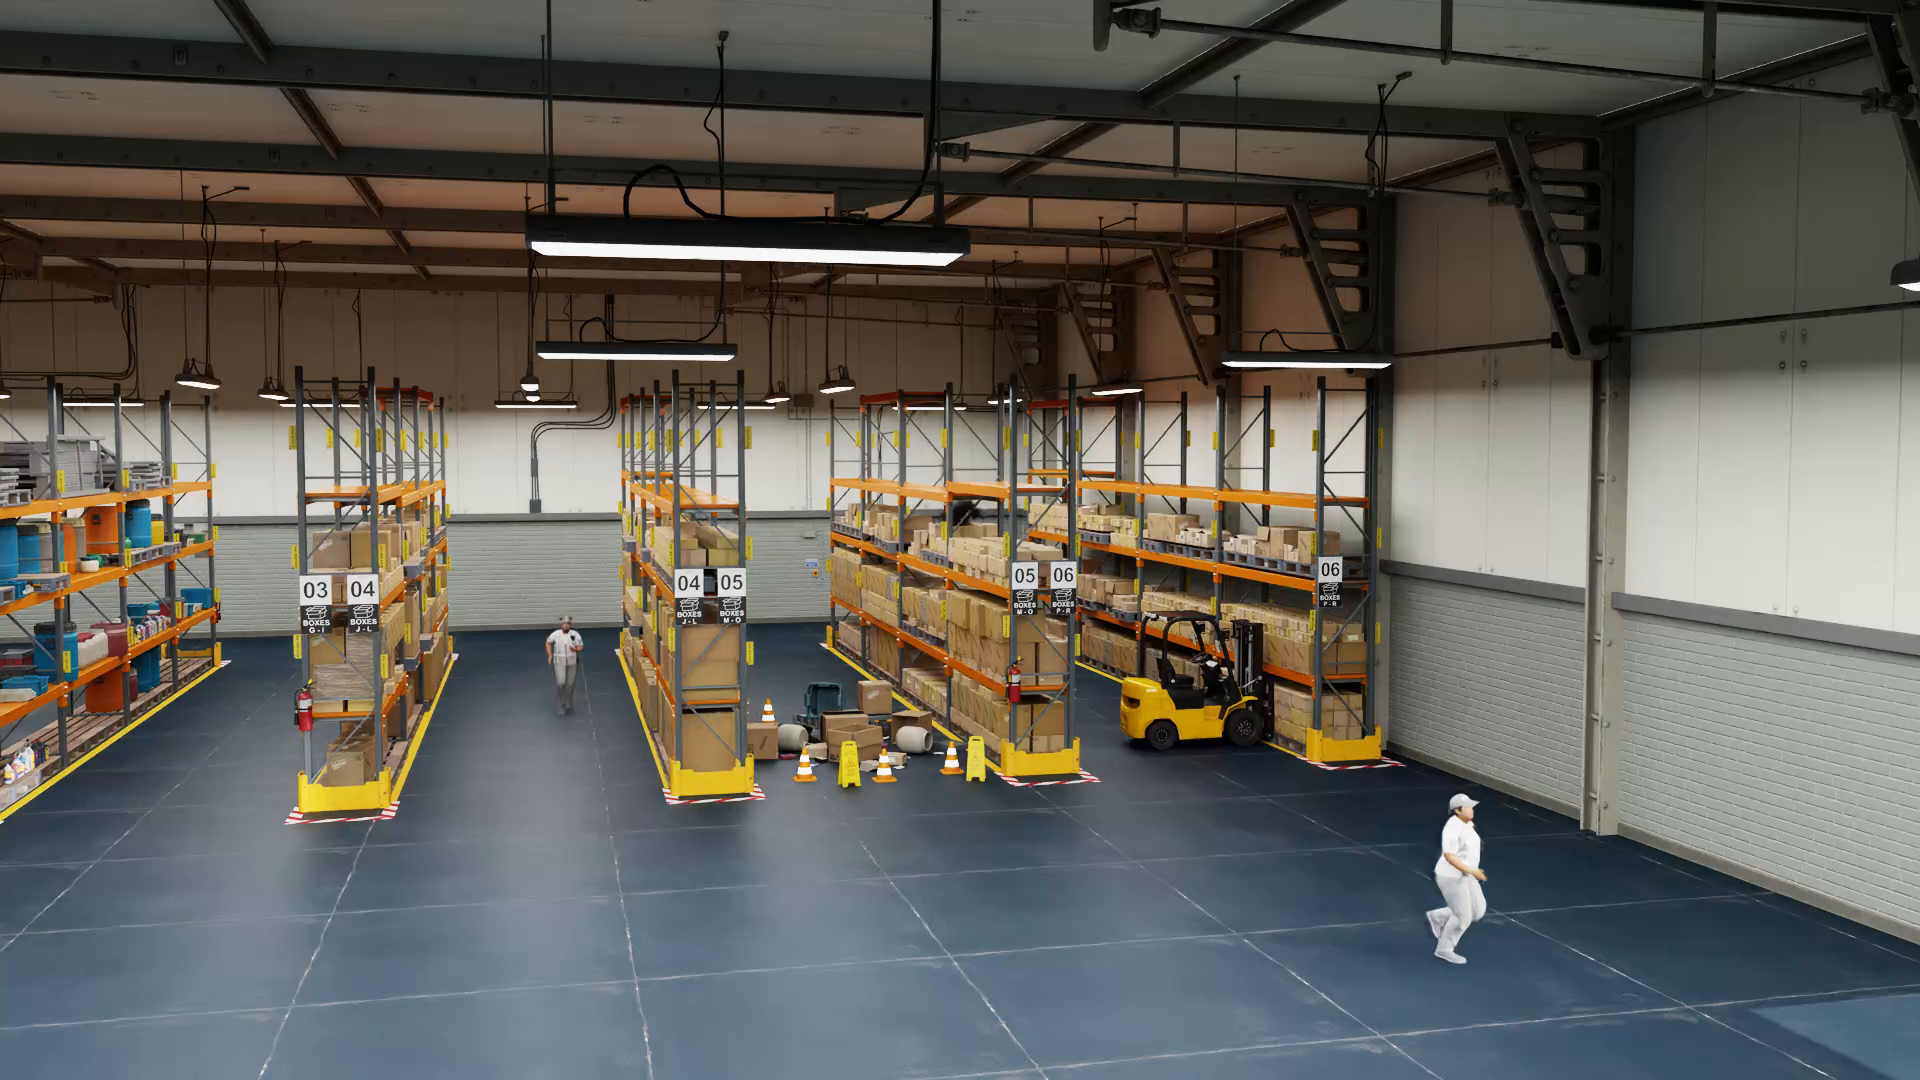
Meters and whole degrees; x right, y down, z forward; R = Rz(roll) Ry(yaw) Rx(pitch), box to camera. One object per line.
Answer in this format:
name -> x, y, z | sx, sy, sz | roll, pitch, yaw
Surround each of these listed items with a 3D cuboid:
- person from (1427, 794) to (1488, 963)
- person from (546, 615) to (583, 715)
person -> 4.797, 3.243, 16.023 | 0.620, 1.630, 0.620 | 2, 4, 33
person -> -7.245, 2.304, 30.564 | 0.631, 1.850, 0.754 | -1, 4, -23
